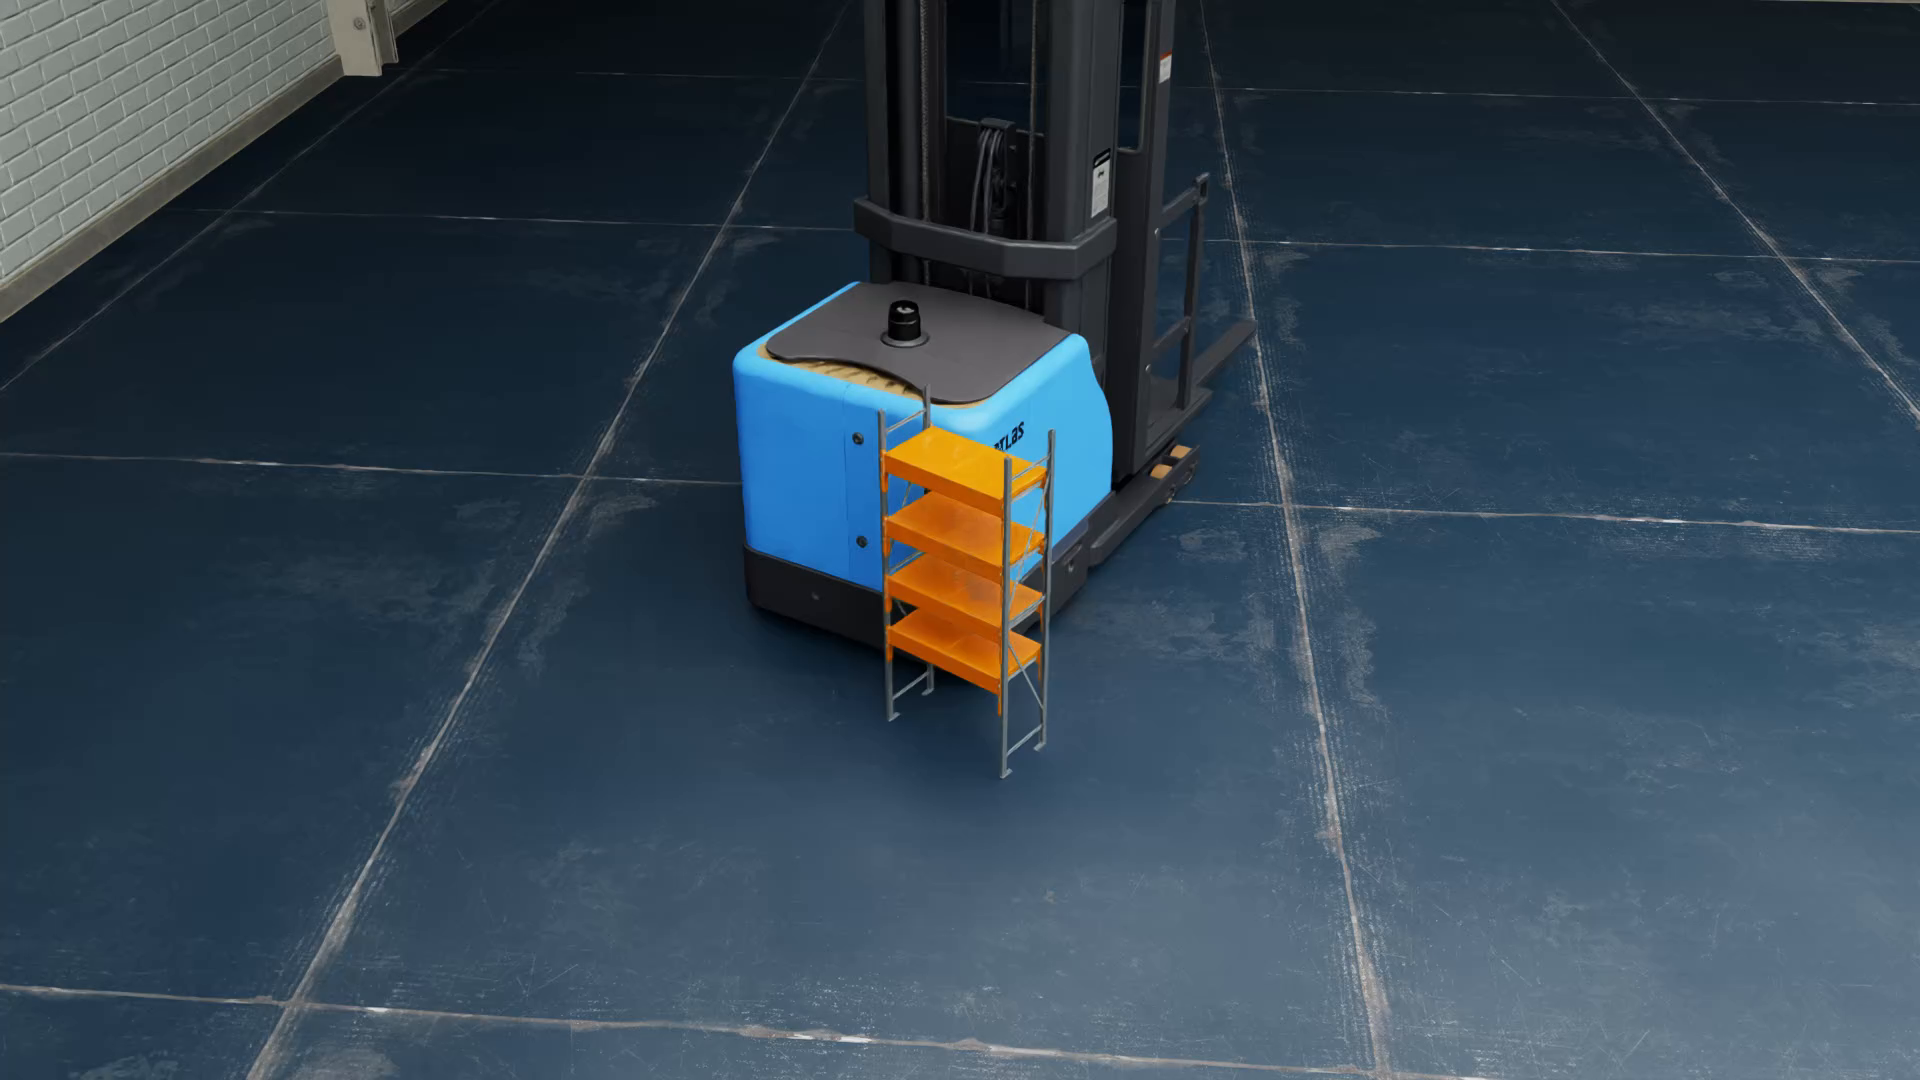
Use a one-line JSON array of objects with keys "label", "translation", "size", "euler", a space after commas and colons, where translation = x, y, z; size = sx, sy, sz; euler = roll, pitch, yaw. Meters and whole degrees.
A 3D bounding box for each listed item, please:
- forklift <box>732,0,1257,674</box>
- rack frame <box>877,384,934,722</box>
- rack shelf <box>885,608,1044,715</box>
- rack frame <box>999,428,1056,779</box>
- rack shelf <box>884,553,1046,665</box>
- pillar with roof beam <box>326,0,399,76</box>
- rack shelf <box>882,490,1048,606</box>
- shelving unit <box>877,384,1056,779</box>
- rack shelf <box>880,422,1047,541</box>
[{"label": "forklift", "translation": [0.376, -1.512, 6.410], "size": [1.130, 2.935, 3.031], "euler": [17, 36, 26]}, {"label": "rack frame", "translation": [-0.174, 0.066, 5.499], "size": [0.015, 1.200, 0.240], "euler": [23, 38, 32]}, {"label": "rack shelf", "translation": [0.017, 0.372, 5.509], "size": [0.480, 0.148, 0.258], "euler": [23, 38, 32]}, {"label": "rack frame", "translation": [0.208, 0.225, 5.241], "size": [0.015, 1.200, 0.240], "euler": [23, 38, 32]}, {"label": "rack shelf", "translation": [0.017, 0.203, 5.405], "size": [0.480, 0.148, 0.258], "euler": [23, 38, 32]}, {"label": "pillar with roof beam", "translation": [-0.150, -7.198, 9.853], "size": [9.100, 9.000, 0.400], "euler": [2, 32, 4]}, {"label": "rack shelf", "translation": [0.017, 0.013, 5.288], "size": [0.480, 0.148, 0.258], "euler": [23, 38, 32]}, {"label": "shelving unit", "translation": [0.017, 0.146, 5.370], "size": [0.503, 1.200, 0.258], "euler": [23, 38, 32]}, {"label": "rack shelf", "translation": [0.017, -0.189, 5.164], "size": [0.480, 0.148, 0.258], "euler": [23, 38, 32]}]
